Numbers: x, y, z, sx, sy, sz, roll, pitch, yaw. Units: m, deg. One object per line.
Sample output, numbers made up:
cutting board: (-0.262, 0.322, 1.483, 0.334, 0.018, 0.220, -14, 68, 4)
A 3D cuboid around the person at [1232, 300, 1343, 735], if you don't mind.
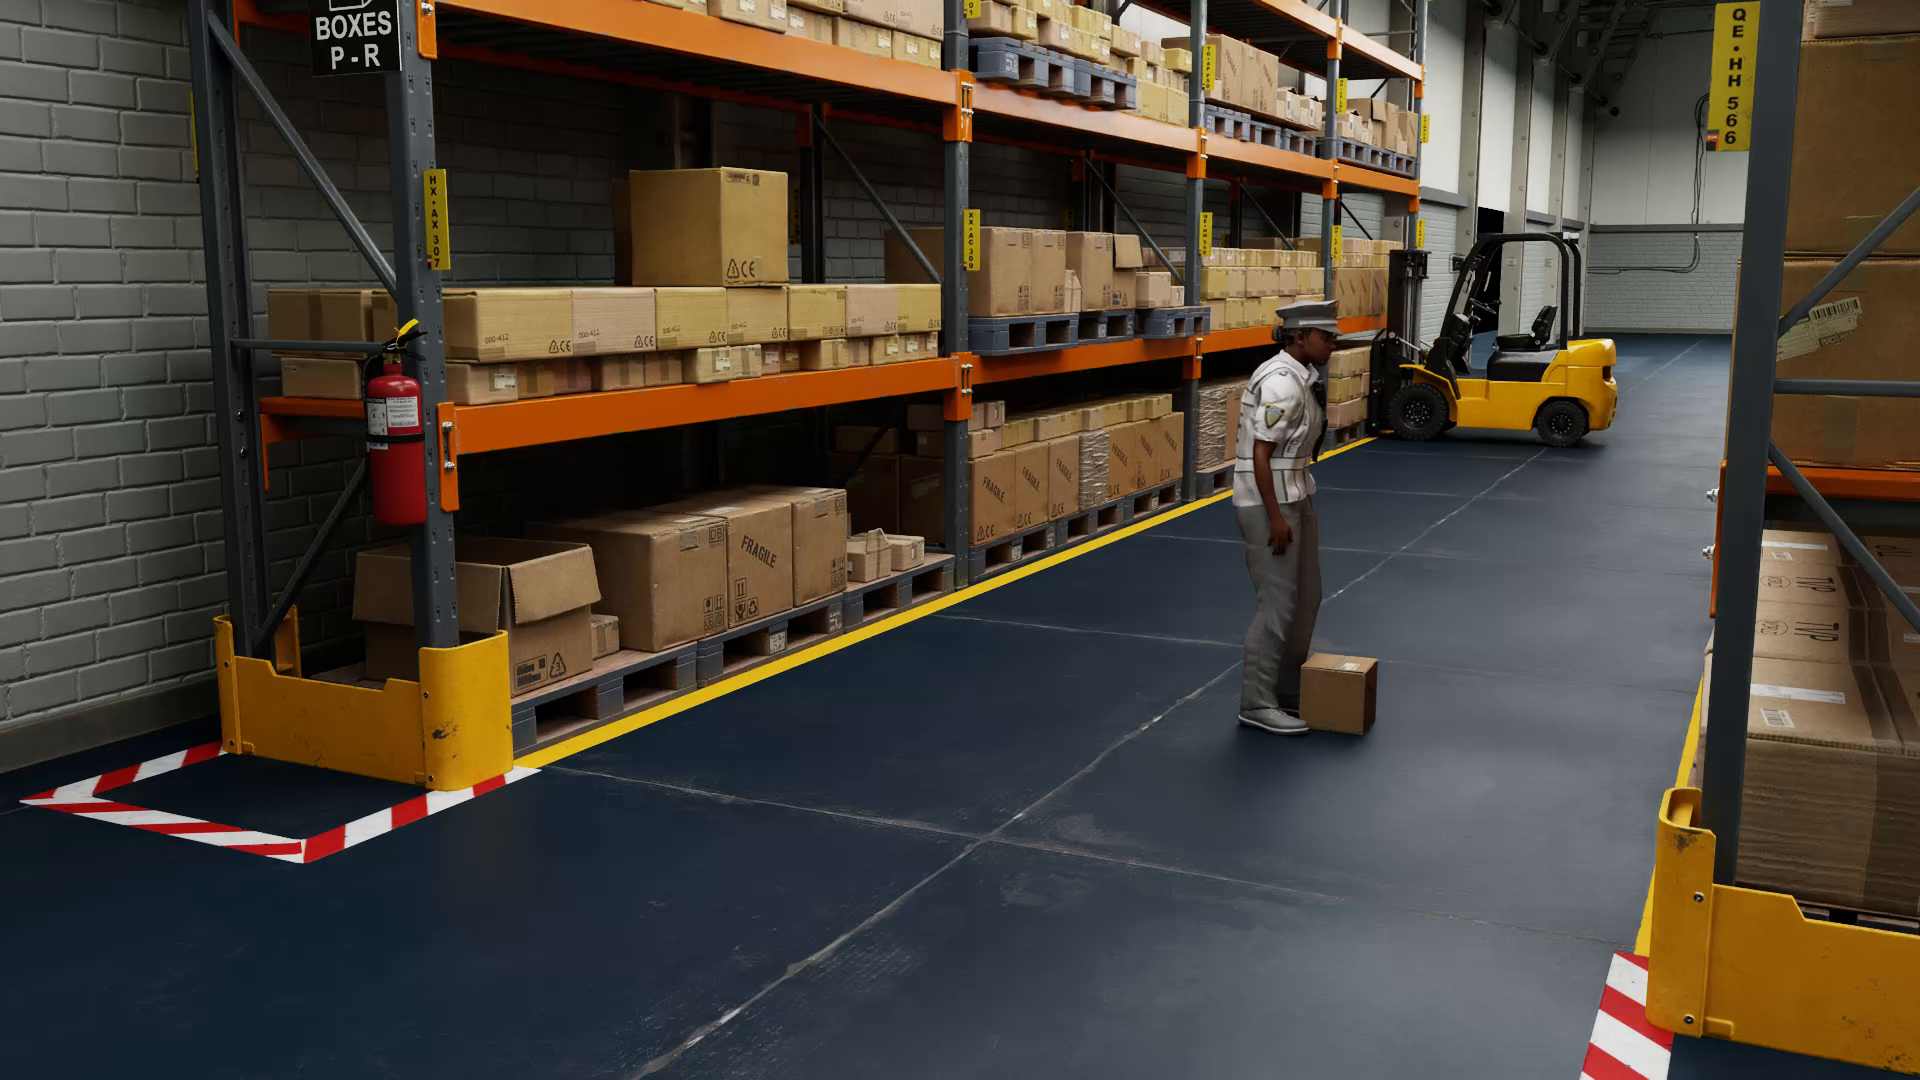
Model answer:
person: (1.285, -0.105, 6.524, 0.415, 1.657, 0.505, 5, 10, 26)
